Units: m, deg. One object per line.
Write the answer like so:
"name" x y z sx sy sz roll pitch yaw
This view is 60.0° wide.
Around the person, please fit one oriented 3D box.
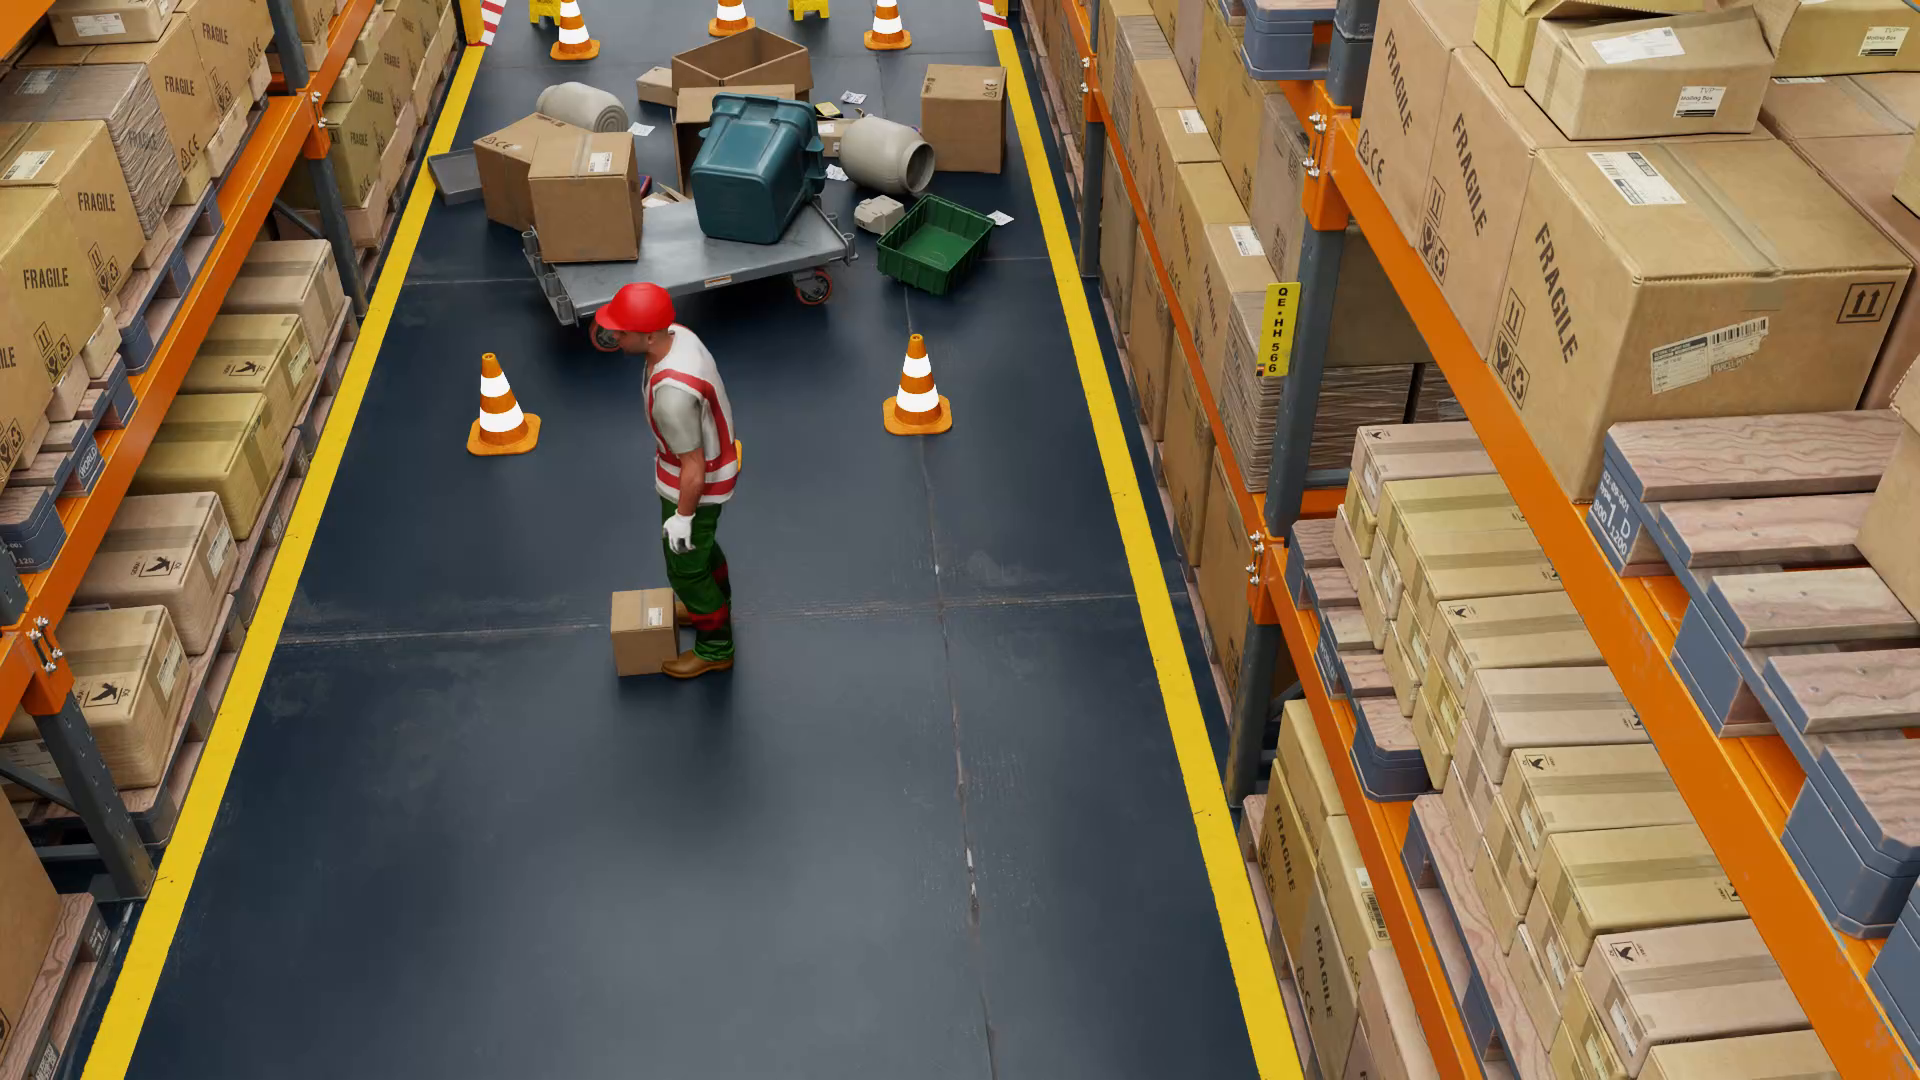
"person" -1.076 -0.225 6.422 0.448 1.779 0.619 -5 39 -6
